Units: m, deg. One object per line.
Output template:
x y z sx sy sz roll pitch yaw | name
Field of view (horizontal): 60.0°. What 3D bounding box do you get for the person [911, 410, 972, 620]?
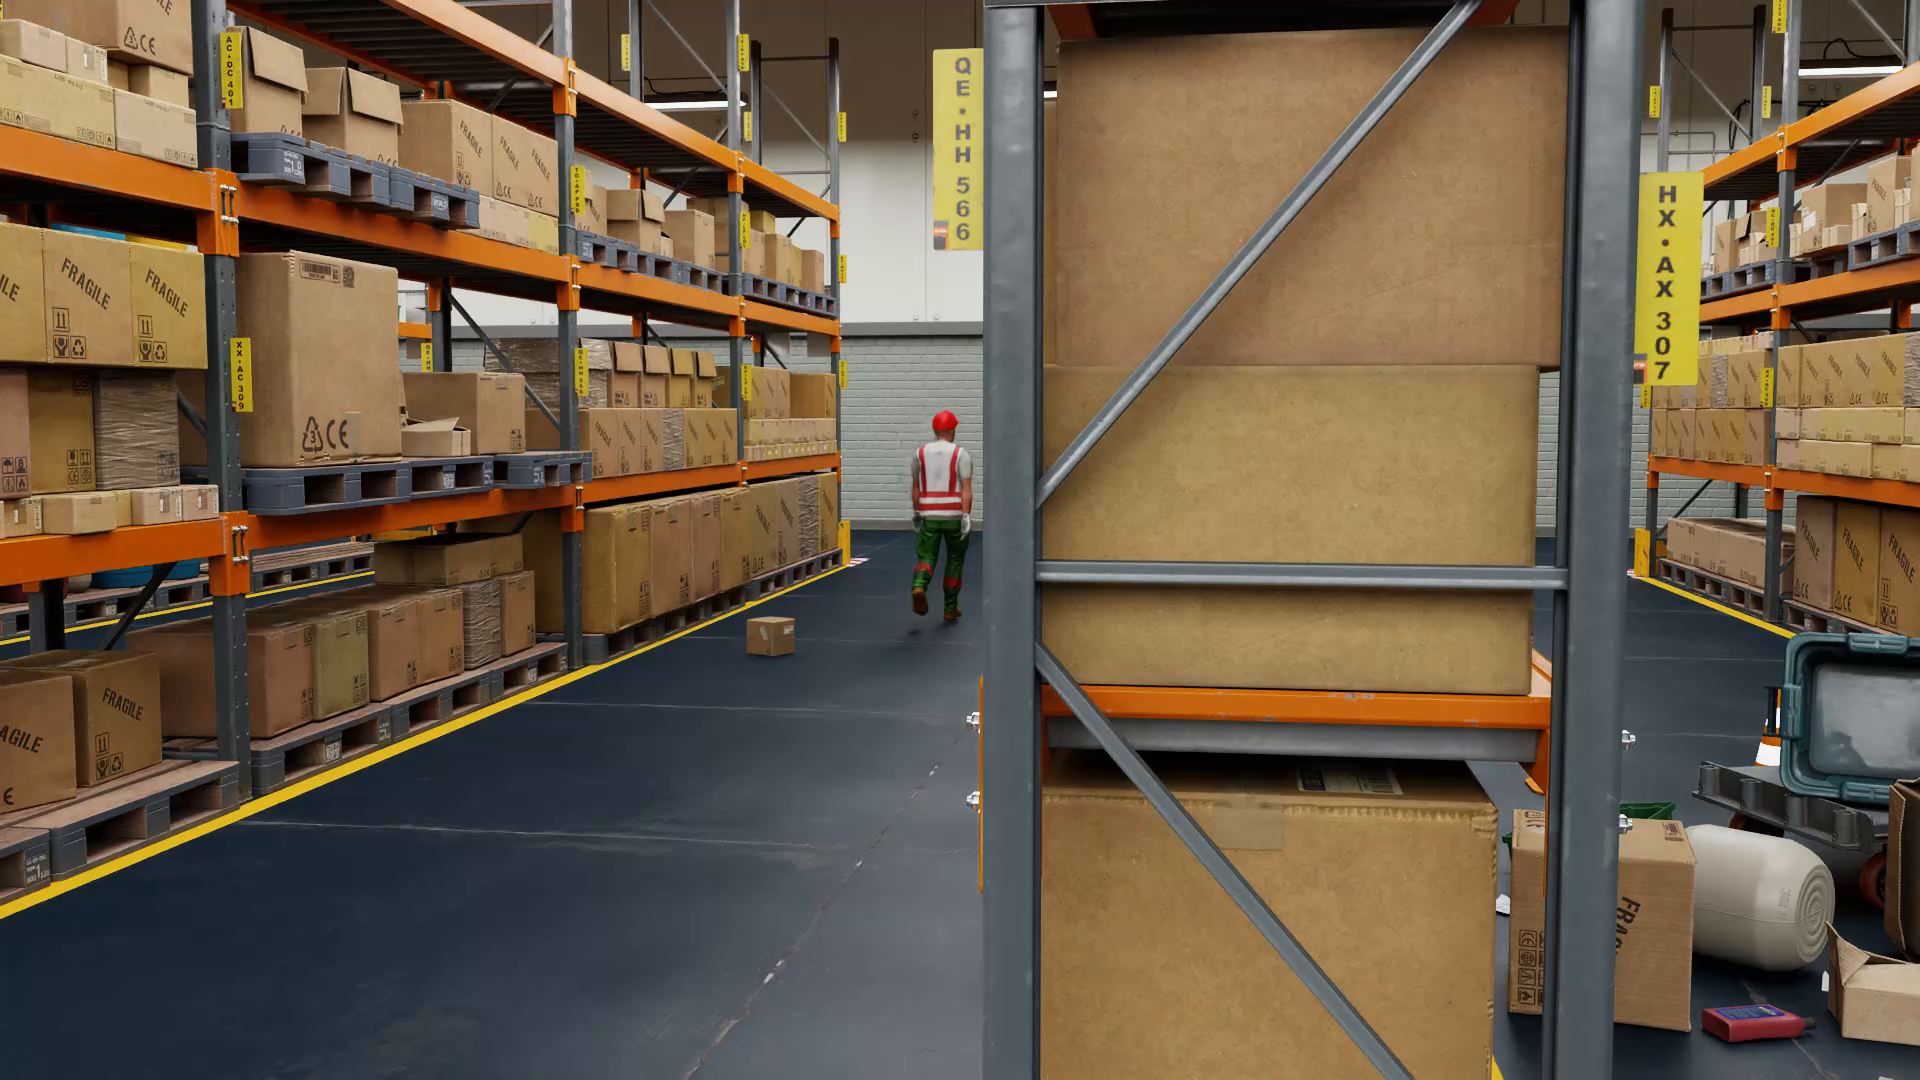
-0.164 -0.196 13.840 0.571 1.762 0.853 1 5 14 | person
